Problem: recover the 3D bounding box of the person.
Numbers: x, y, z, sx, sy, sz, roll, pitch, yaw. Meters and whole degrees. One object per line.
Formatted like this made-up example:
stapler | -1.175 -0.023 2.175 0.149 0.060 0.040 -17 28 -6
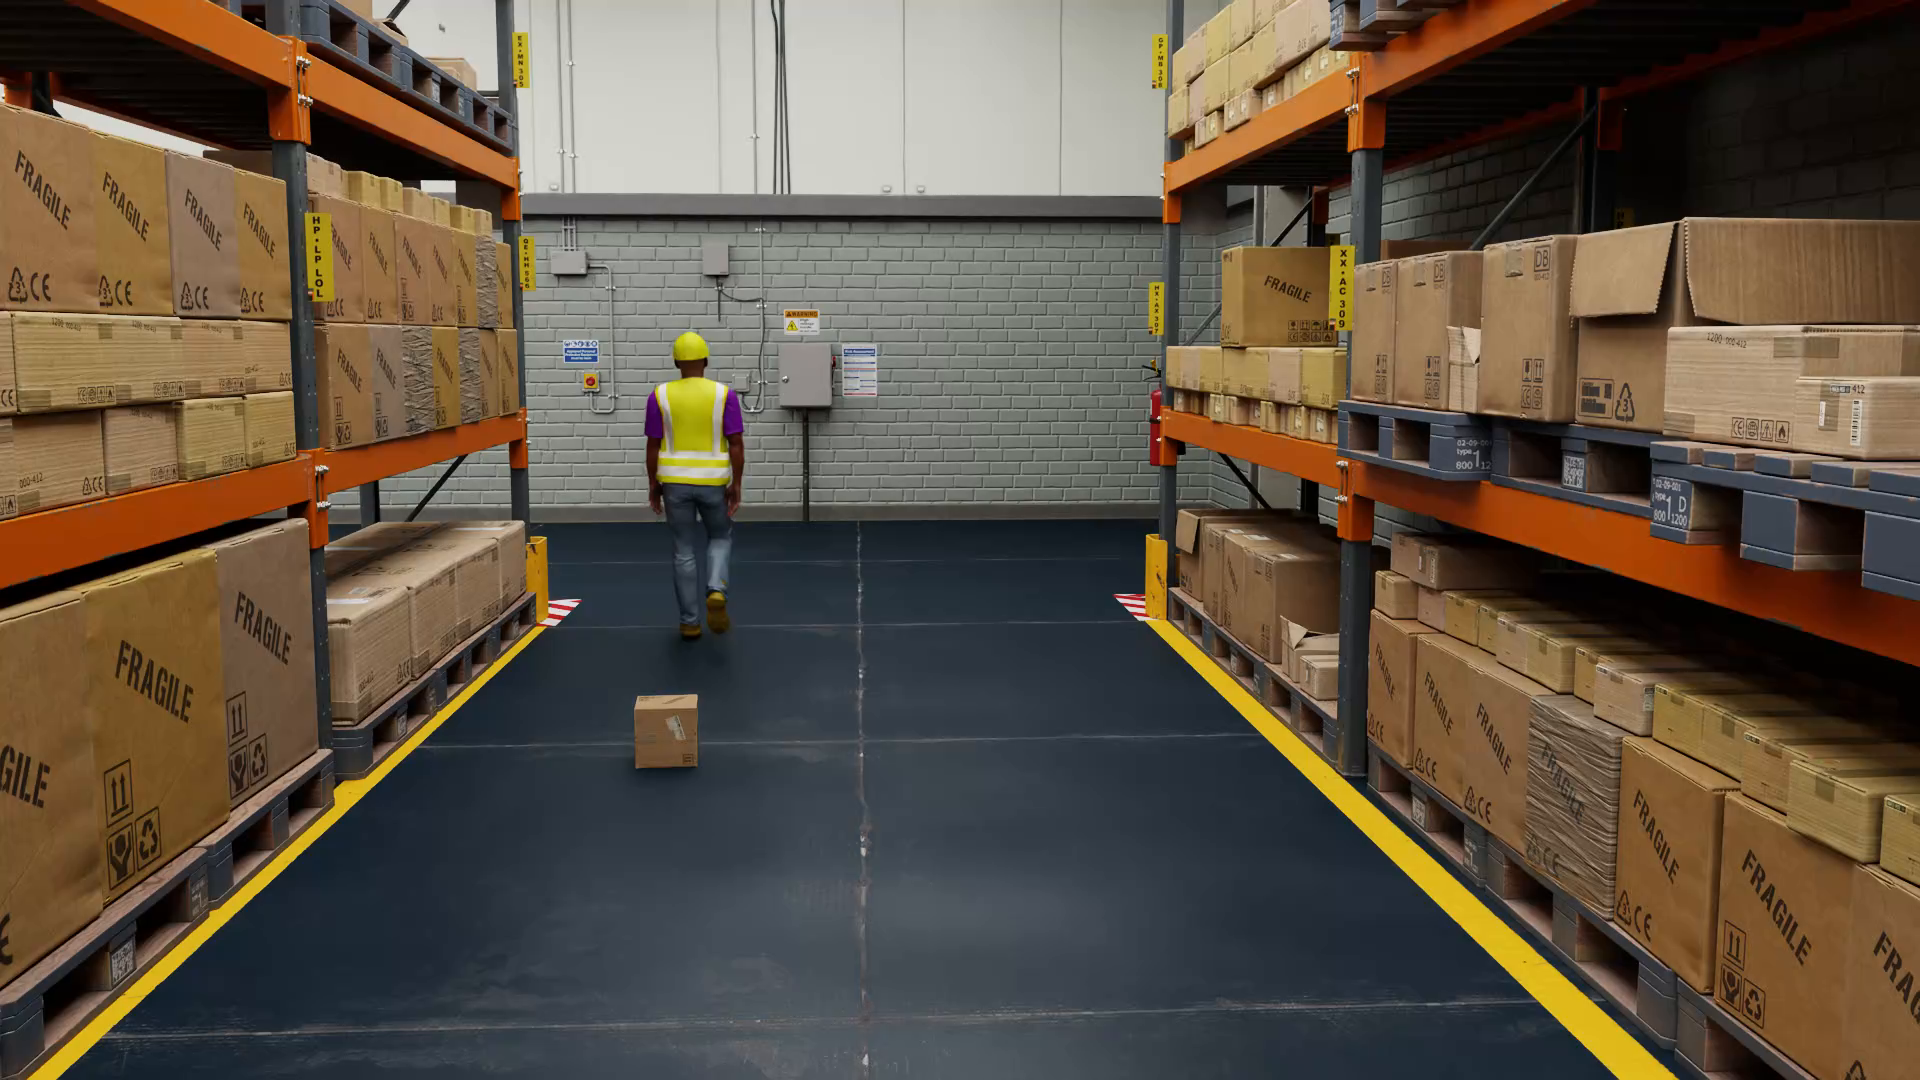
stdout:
person | -1.549 -0.327 9.716 0.564 1.766 0.472 -1 7 -11
